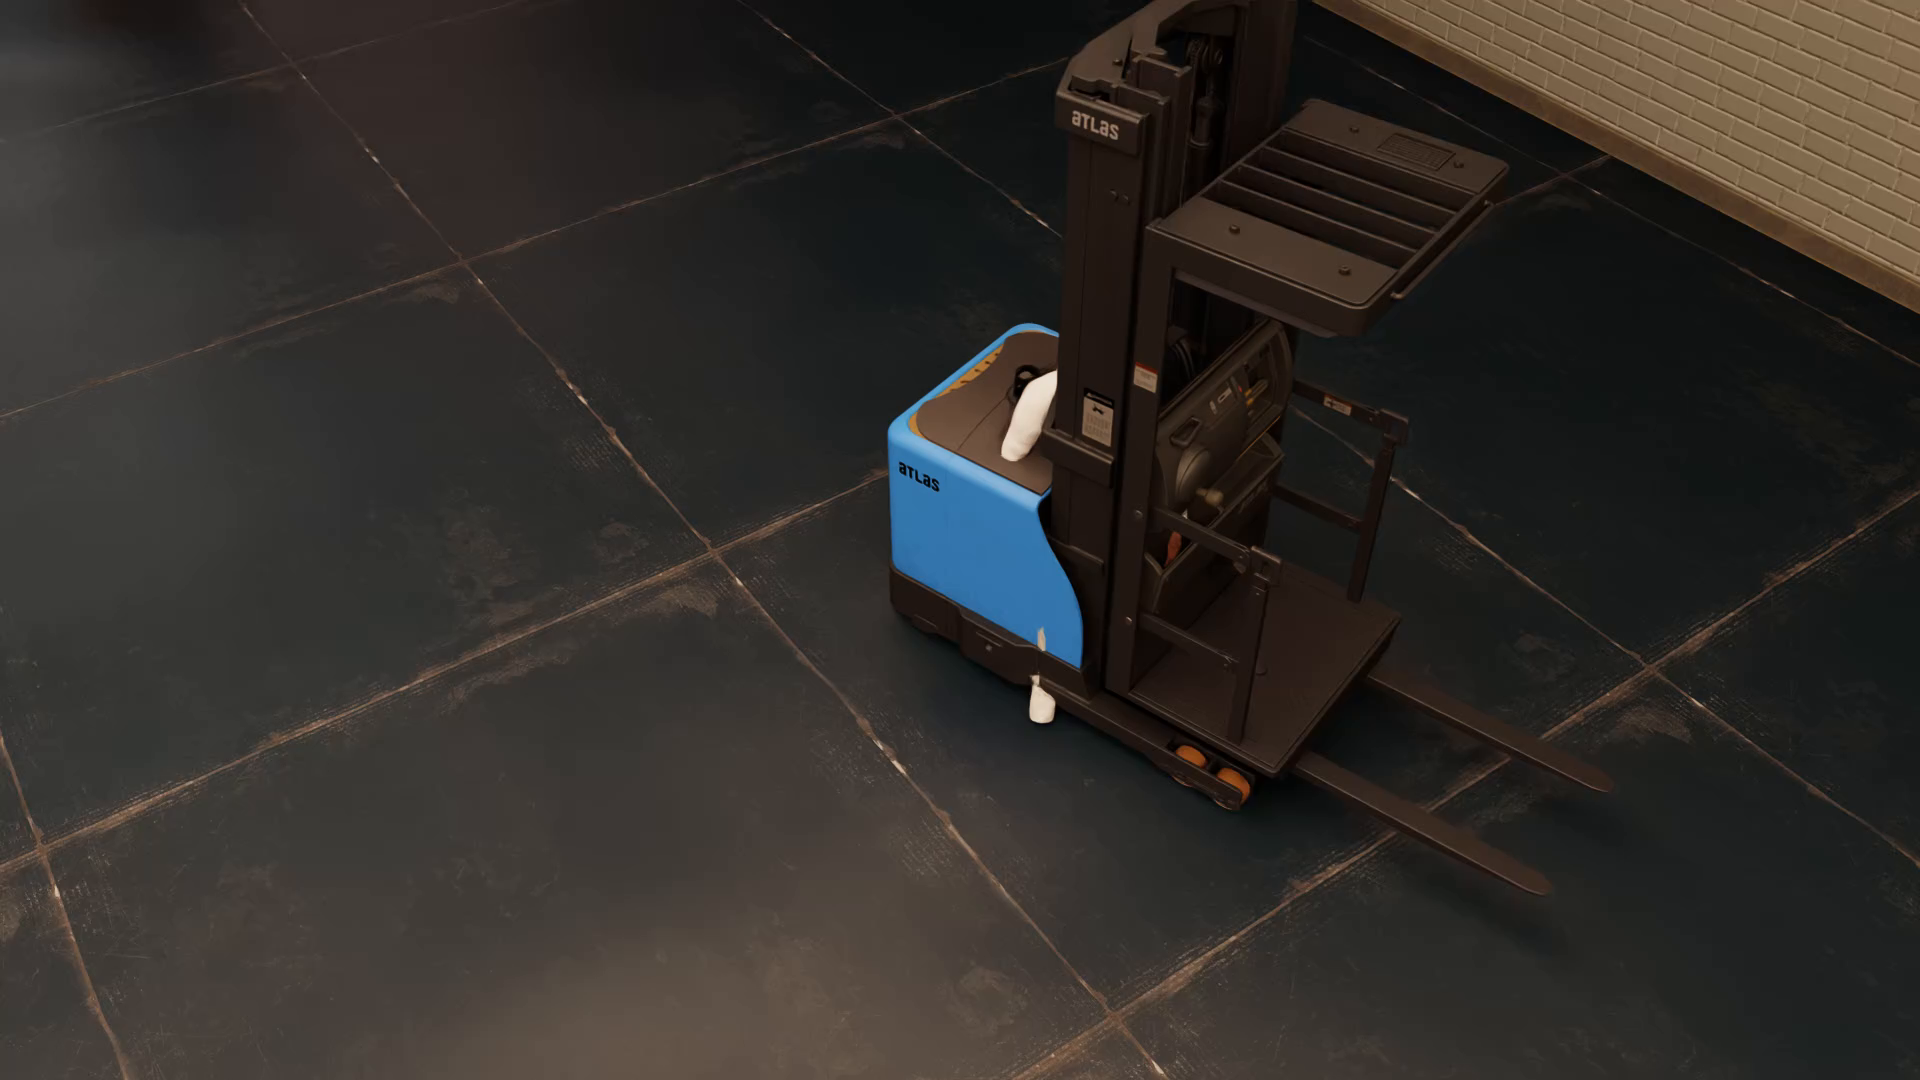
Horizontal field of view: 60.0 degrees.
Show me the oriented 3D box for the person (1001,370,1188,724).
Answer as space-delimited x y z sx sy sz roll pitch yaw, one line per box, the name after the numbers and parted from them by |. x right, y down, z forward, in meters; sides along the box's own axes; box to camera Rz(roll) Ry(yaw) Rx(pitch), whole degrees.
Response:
0.508 -0.076 6.706 0.803 1.703 0.756 -4 43 -5 | person

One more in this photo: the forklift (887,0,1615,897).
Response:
1.163 -0.405 6.155 3.031 2.935 1.130 27 49 27 | forklift
